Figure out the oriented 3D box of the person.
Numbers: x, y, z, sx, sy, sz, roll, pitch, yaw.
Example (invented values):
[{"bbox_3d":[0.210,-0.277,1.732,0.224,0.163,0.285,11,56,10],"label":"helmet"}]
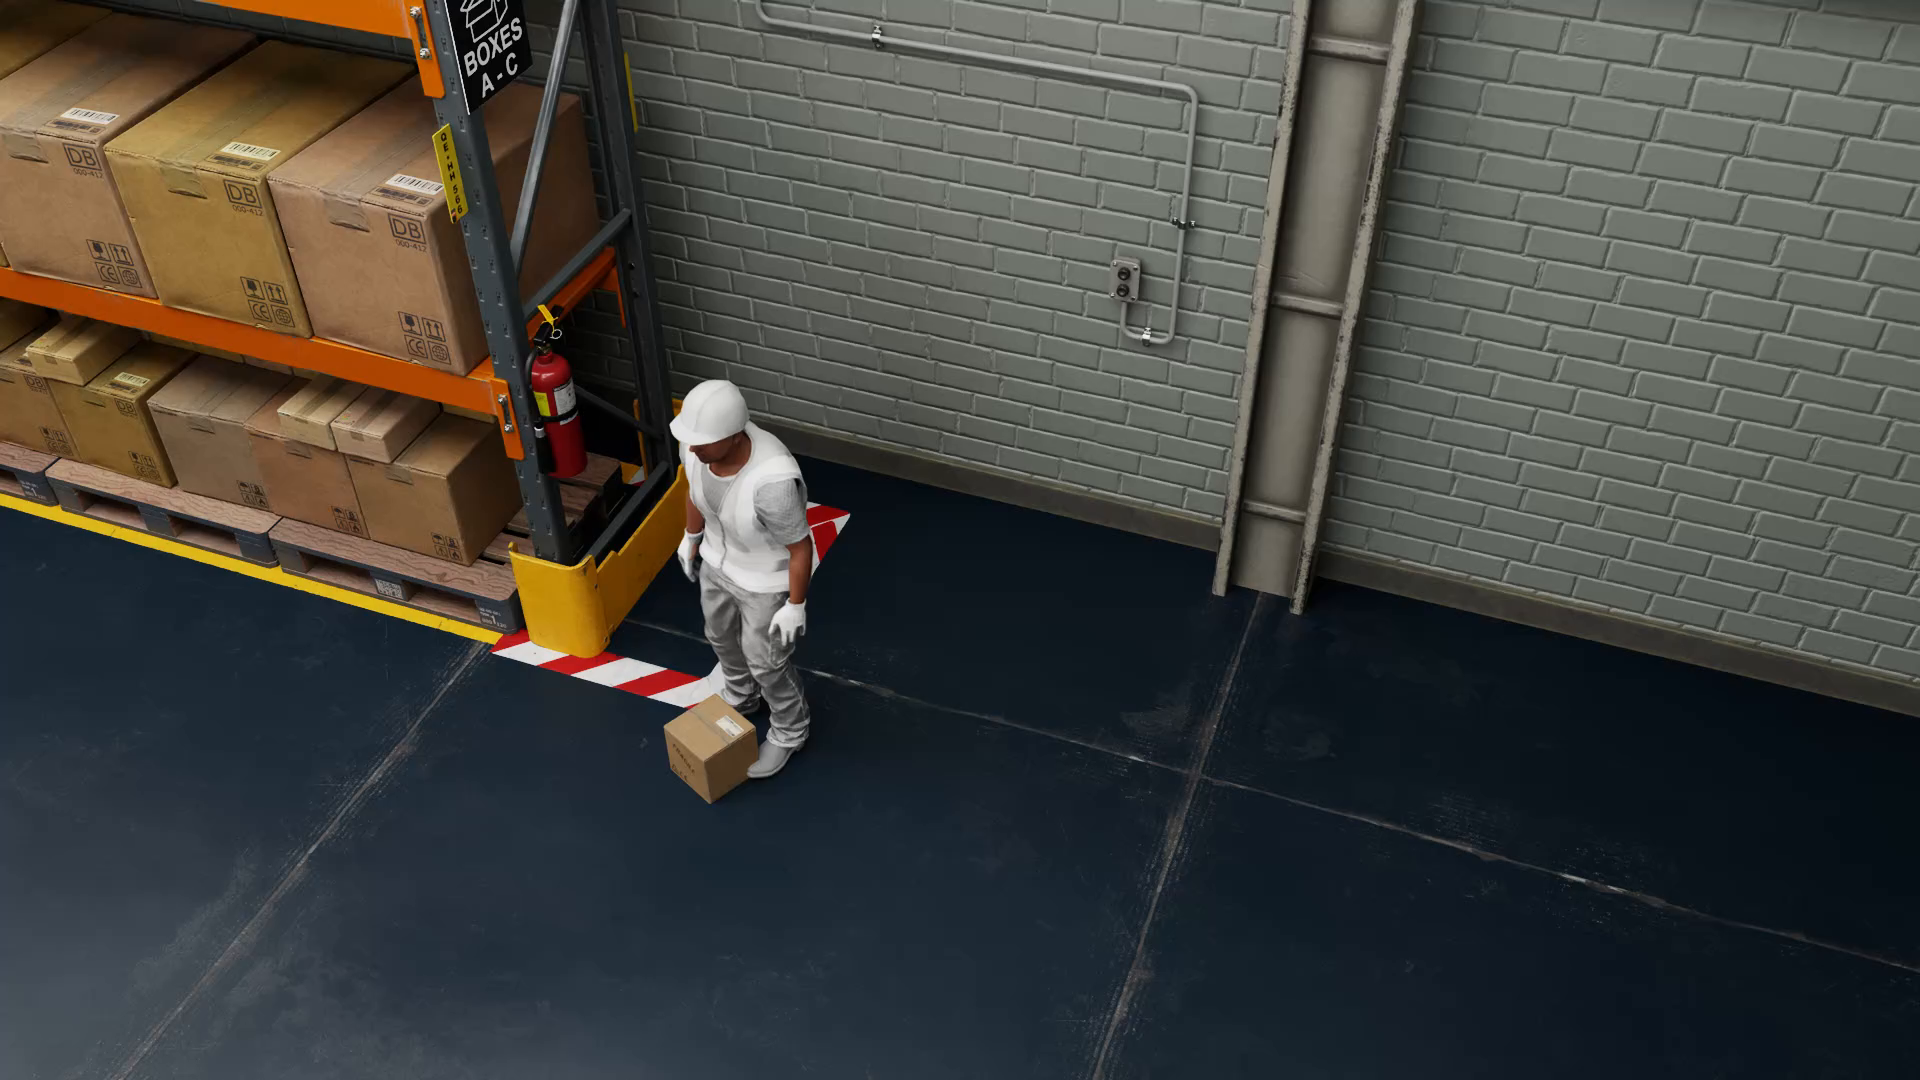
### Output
[{"bbox_3d":[-0.780,0.123,6.010,0.625,1.773,0.452,32,50,31],"label":"person"}]
